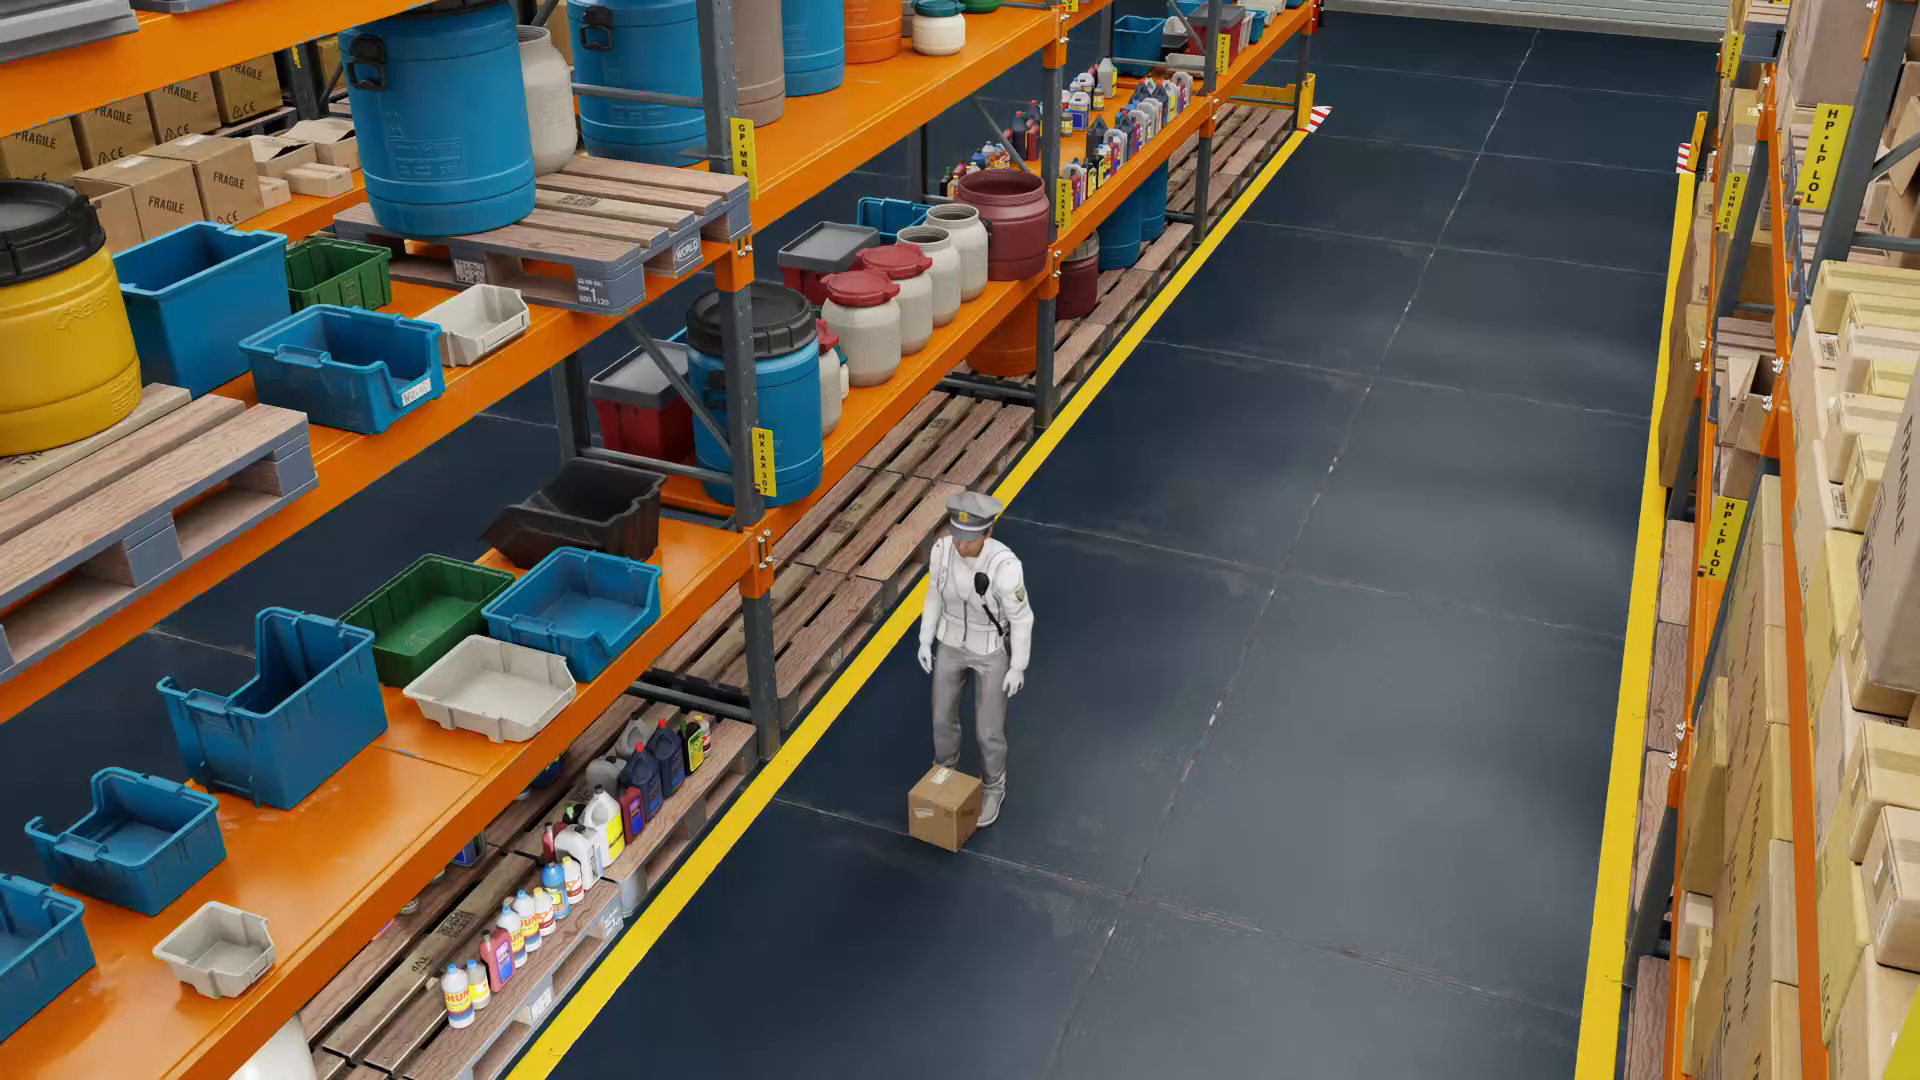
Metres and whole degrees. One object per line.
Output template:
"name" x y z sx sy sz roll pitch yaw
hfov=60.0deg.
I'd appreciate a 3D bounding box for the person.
"person" 0.058 0.516 7.485 0.546 1.664 0.375 14 33 24
